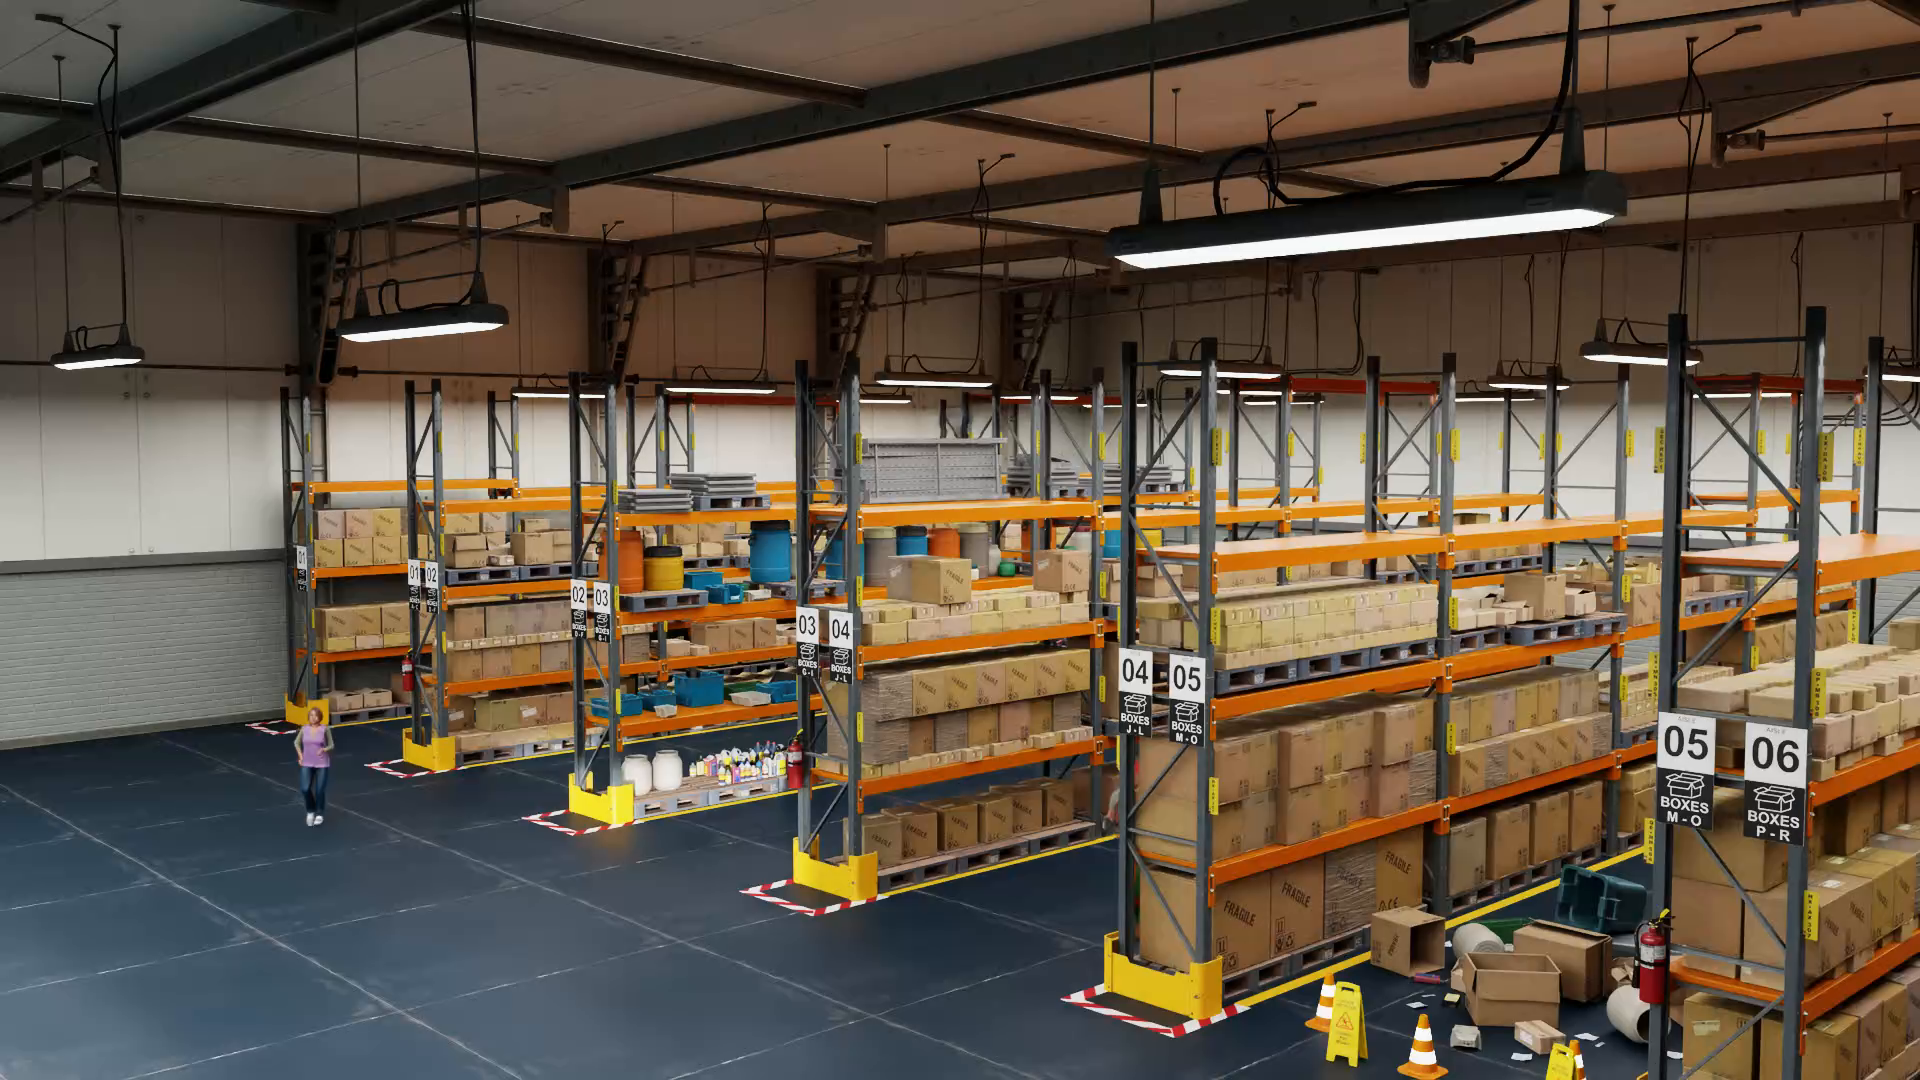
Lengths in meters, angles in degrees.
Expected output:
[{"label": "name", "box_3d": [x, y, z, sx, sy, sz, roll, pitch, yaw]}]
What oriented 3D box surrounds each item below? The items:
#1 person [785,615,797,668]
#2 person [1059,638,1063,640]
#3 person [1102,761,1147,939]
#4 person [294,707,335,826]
[{"label": "person", "box_3d": [-3.161, 2.239, 32.769, 0.663, 1.669, 0.600, 3, 5, 37]}, {"label": "person", "box_3d": [2.206, 2.169, 32.902, 0.710, 1.756, 0.954, 3, 5, 40]}, {"label": "person", "box_3d": [1.787, 3.185, 17.192, 0.635, 1.825, 0.749, 3, 5, 43]}, {"label": "person", "box_3d": [-8.460, 2.976, 21.766, 0.522, 1.569, 0.592, -1, 4, -14]}]
